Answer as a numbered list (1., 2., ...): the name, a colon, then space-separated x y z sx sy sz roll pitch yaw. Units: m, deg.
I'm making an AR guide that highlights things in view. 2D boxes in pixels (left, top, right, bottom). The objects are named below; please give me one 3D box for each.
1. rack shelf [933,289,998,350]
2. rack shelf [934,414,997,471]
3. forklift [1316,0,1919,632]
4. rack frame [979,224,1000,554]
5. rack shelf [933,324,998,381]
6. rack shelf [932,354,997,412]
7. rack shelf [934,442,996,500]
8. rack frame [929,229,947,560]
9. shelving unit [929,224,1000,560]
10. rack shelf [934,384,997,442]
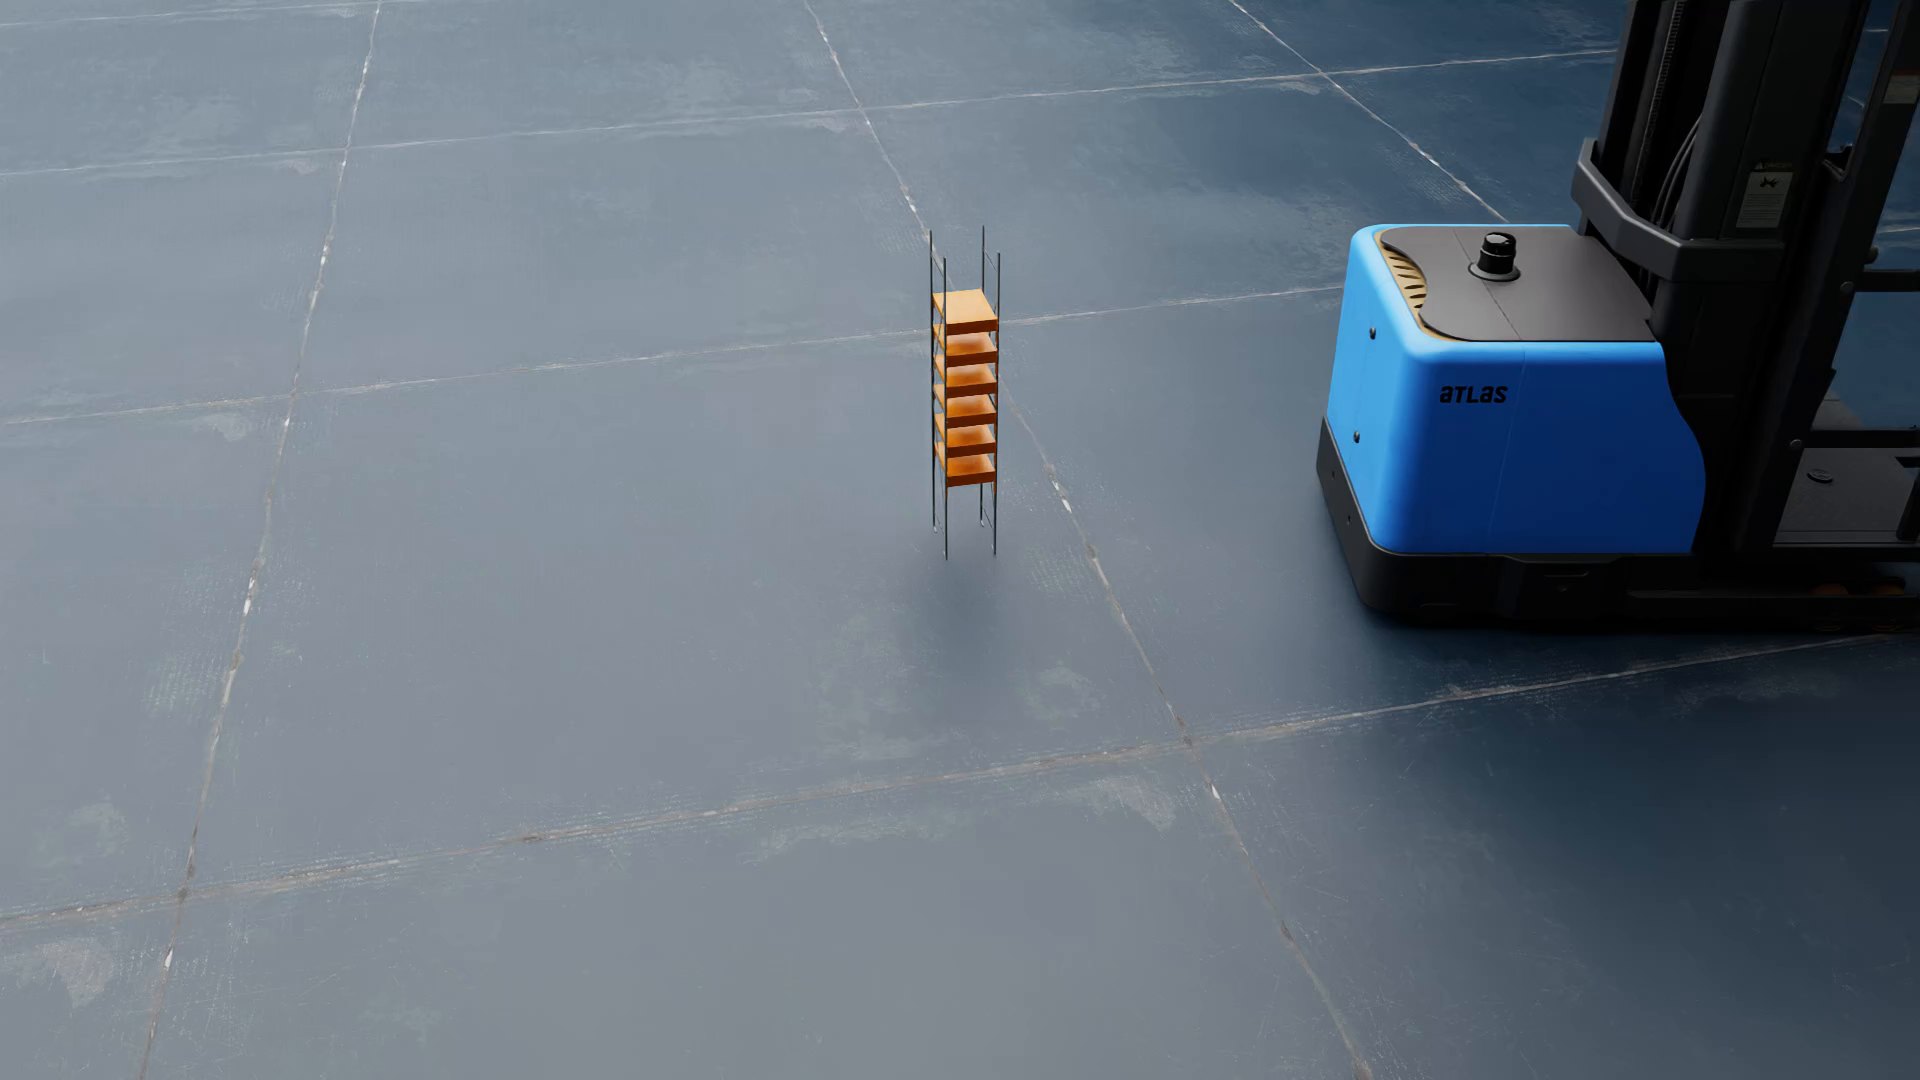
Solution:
1. rack shelf: 0.014 -0.762 5.705 0.180 0.103 0.258 -7 35 -11
2. rack shelf: 0.014 -0.363 5.973 0.180 0.103 0.258 -7 35 -11
3. forklift: 2.905 -1.199 5.369 3.031 2.935 1.130 0 34 0
4. rack frame: 0.103 -0.511 5.898 0.006 1.200 0.240 -7 35 -11
5. rack shelf: 0.014 -0.662 5.772 0.180 0.103 0.258 -7 35 -11
6. rack shelf: 0.014 -0.563 5.839 0.180 0.103 0.258 -7 35 -11
7. rack shelf: 0.014 -0.264 6.040 0.180 0.103 0.258 -7 35 -11
8. rack frame: -0.075 -0.489 5.864 0.006 1.200 0.240 -7 35 -11
9. shelving unit: 0.014 -0.500 5.881 0.189 1.200 0.258 -7 35 -11
10. rack shelf: 0.014 -0.463 5.906 0.180 0.103 0.258 -7 35 -11
